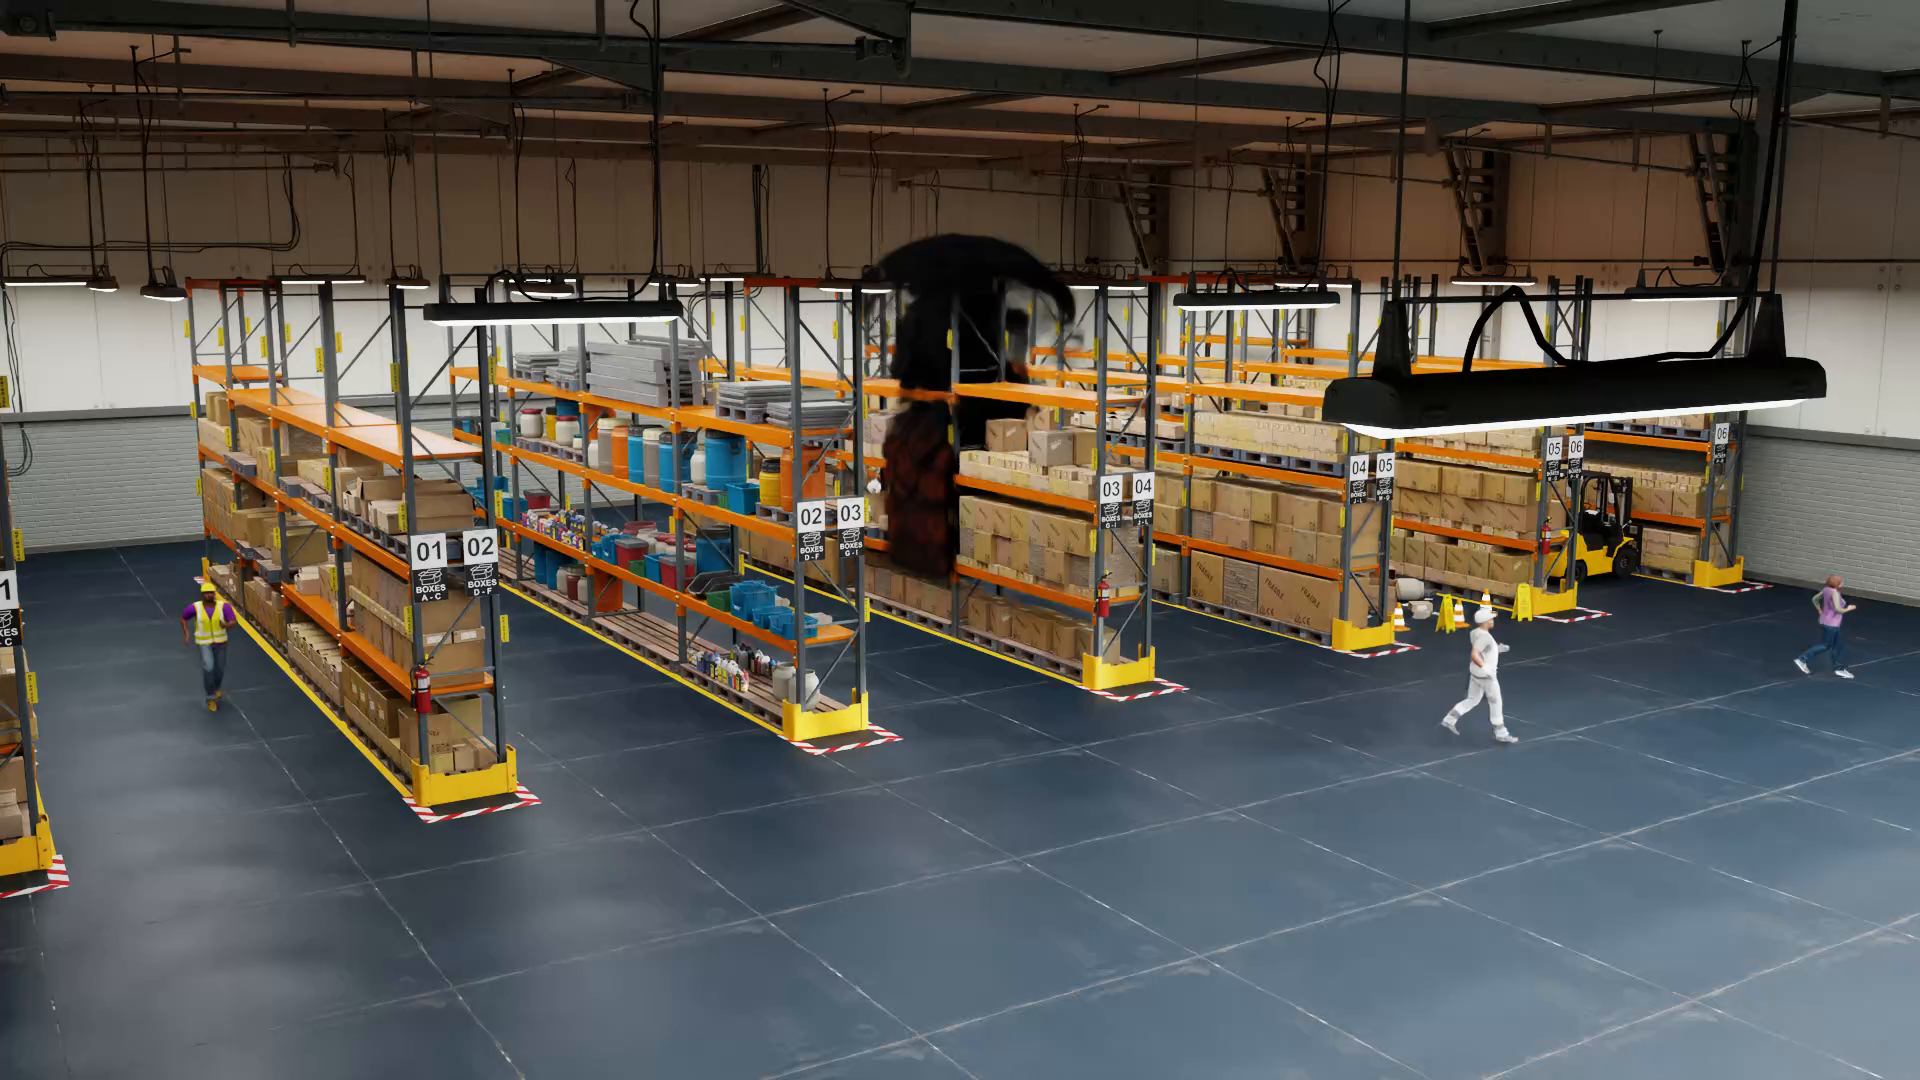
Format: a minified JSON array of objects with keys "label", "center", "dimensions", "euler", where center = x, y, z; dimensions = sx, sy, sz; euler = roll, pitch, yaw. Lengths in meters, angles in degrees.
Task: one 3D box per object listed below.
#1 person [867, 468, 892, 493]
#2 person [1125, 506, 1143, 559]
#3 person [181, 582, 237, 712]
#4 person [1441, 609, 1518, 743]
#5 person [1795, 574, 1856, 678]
[{"label":"person","center":[-1.796,-0.789,37.441],"dimensions":[0.713,1.728,0.607],"euler":[-6,11,-30]},{"label":"person","center":[3.041,0.226,29.873],"dimensions":[0.557,1.716,0.779],"euler":[-7,12,-36]},{"label":"person","center":[-10.688,1.506,23.746],"dimensions":[0.672,1.825,0.782],"euler":[-7,12,-36]},{"label":"person","center":[6.876,1.778,21.876],"dimensions":[1.002,1.773,0.662],"euler":[0,10,-2]},{"label":"person","center":[13.220,1.303,25.323],"dimensions":[0.859,1.597,0.565],"euler":[2,10,13]}]
